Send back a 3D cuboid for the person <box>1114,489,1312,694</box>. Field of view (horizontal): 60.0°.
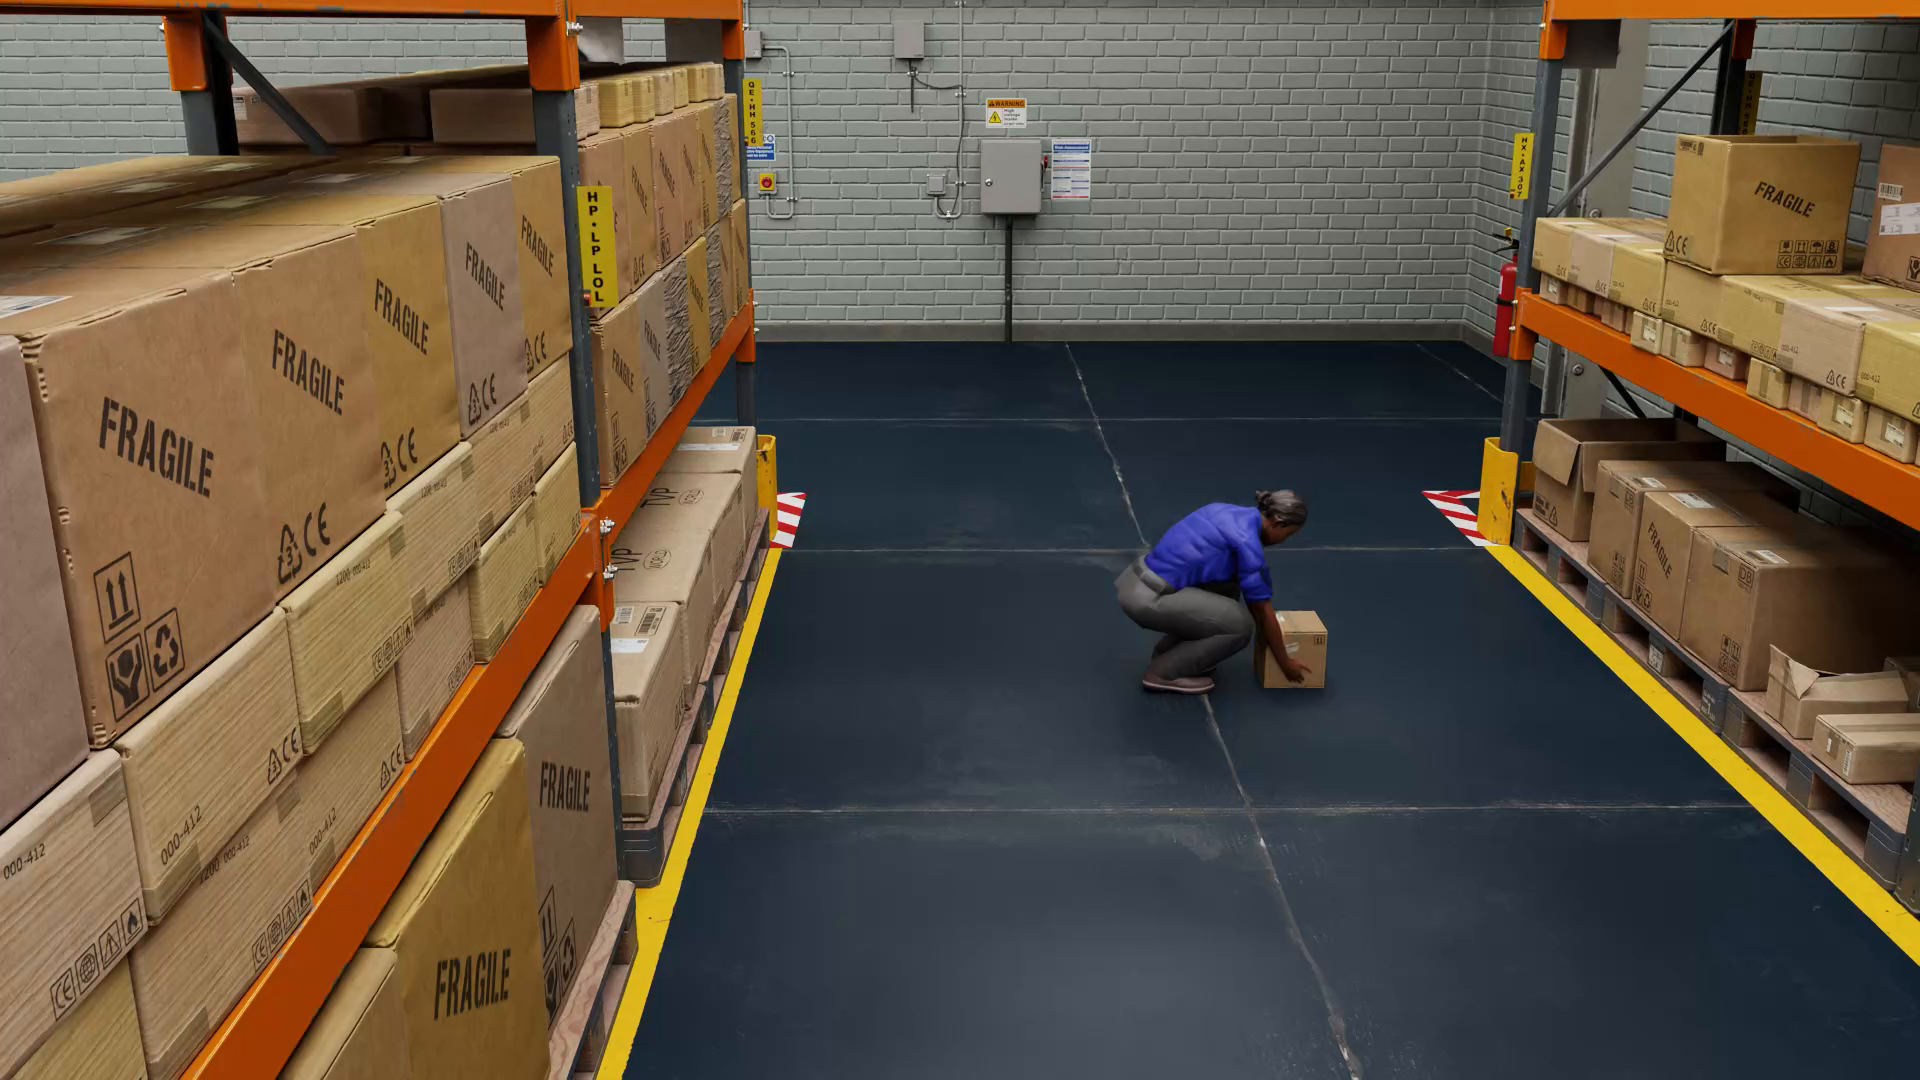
[{"bbox_3d":[1.041,0.199,6.865,0.810,0.811,0.478,0,17,-1],"label":"person"}]
